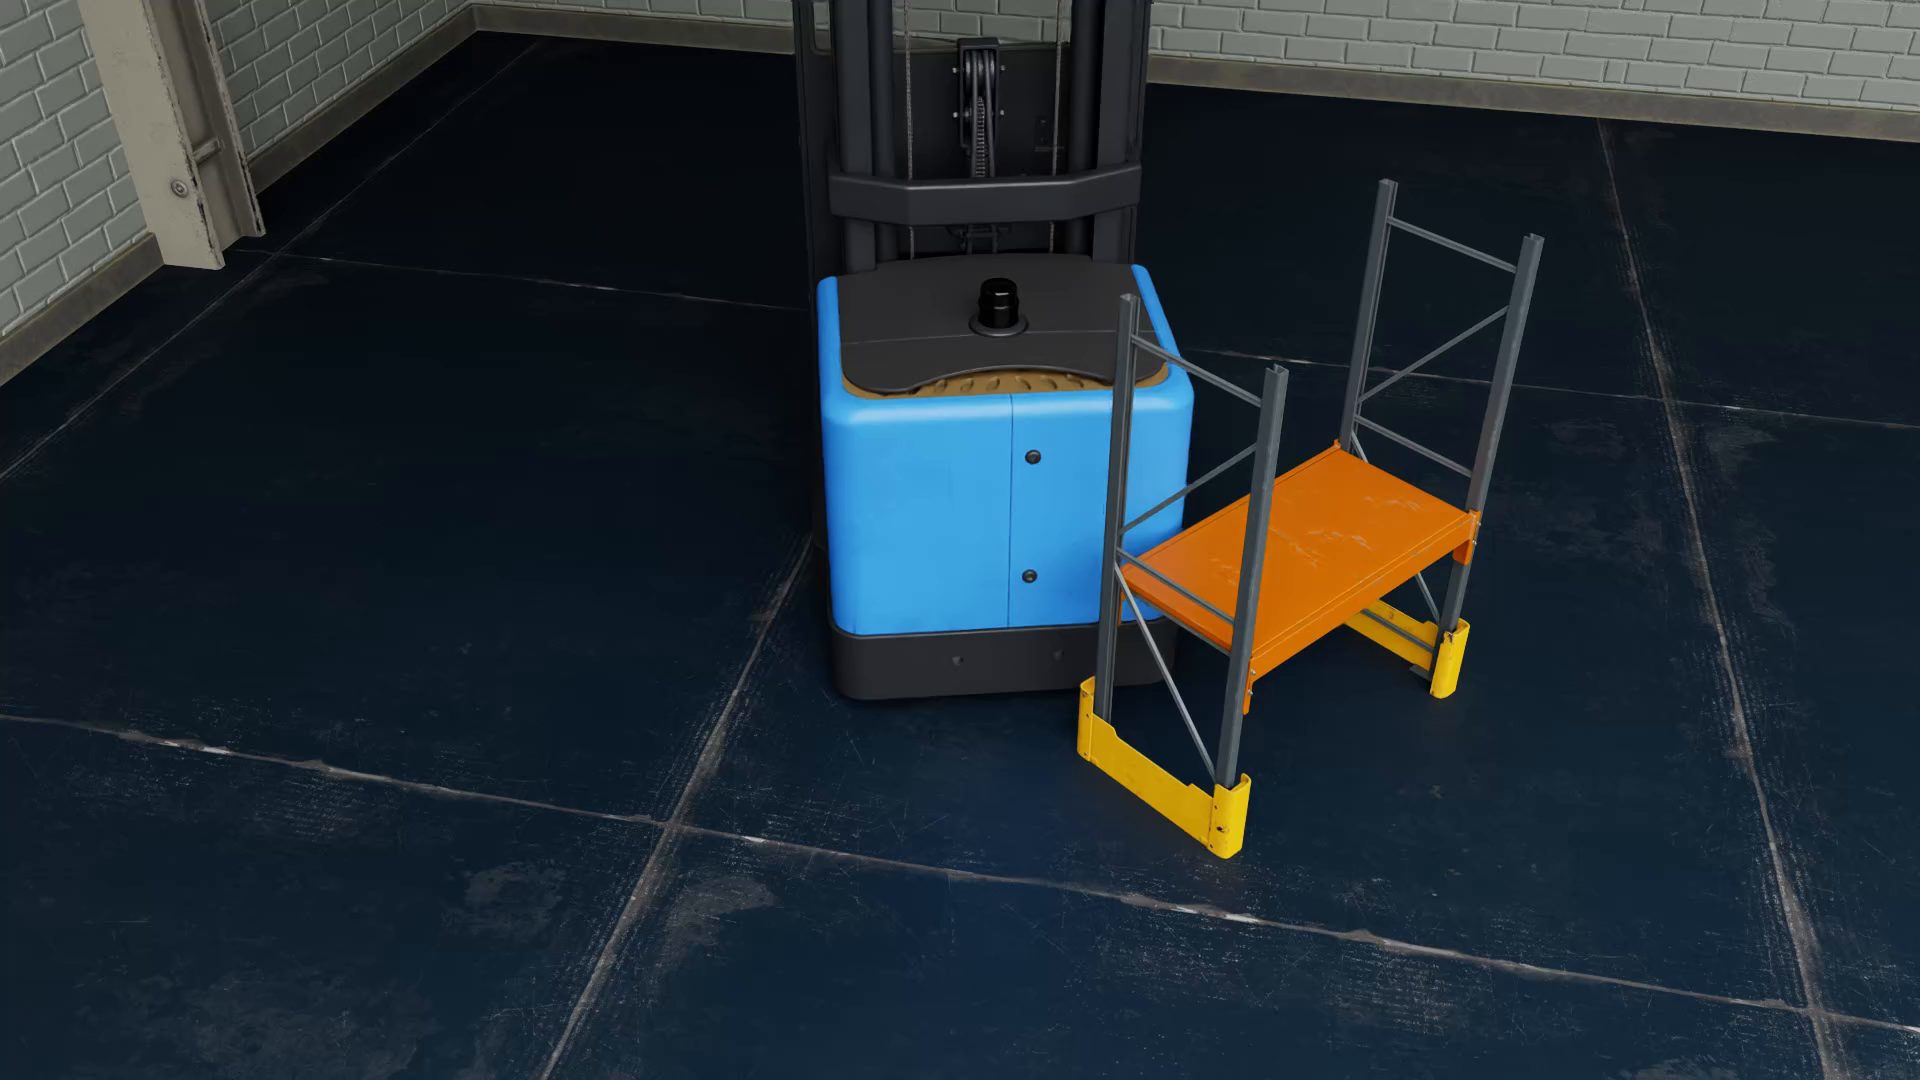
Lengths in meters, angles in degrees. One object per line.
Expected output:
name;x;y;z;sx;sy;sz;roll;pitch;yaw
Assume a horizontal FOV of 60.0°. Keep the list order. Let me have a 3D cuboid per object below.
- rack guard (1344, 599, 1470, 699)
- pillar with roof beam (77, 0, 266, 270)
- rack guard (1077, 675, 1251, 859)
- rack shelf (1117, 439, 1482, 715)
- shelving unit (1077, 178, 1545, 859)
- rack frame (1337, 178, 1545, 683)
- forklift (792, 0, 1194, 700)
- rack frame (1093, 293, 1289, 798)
rack guard;1.307;0.244;5.201;0.087;0.250;0.587;-27;44;-32
pillar with roof beam;0.795;-4.441;4.209;9.100;9.000;0.400;7;37;10
rack guard;0.560;0.630;4.667;0.087;0.250;0.587;-27;44;-32
rack shelf;0.941;0.073;4.678;1.000;0.185;0.538;-27;44;-32
shelving unit;0.934;-0.069;4.567;1.083;1.500;0.587;-27;44;-32
rack frame;1.322;-0.270;4.844;0.032;1.500;0.500;-27;44;-32
forklift;0.014;-1.556;5.399;1.130;2.935;3.031;-3;36;-4
rack frame;0.559;0.125;4.300;0.032;1.500;0.500;-27;44;-32
